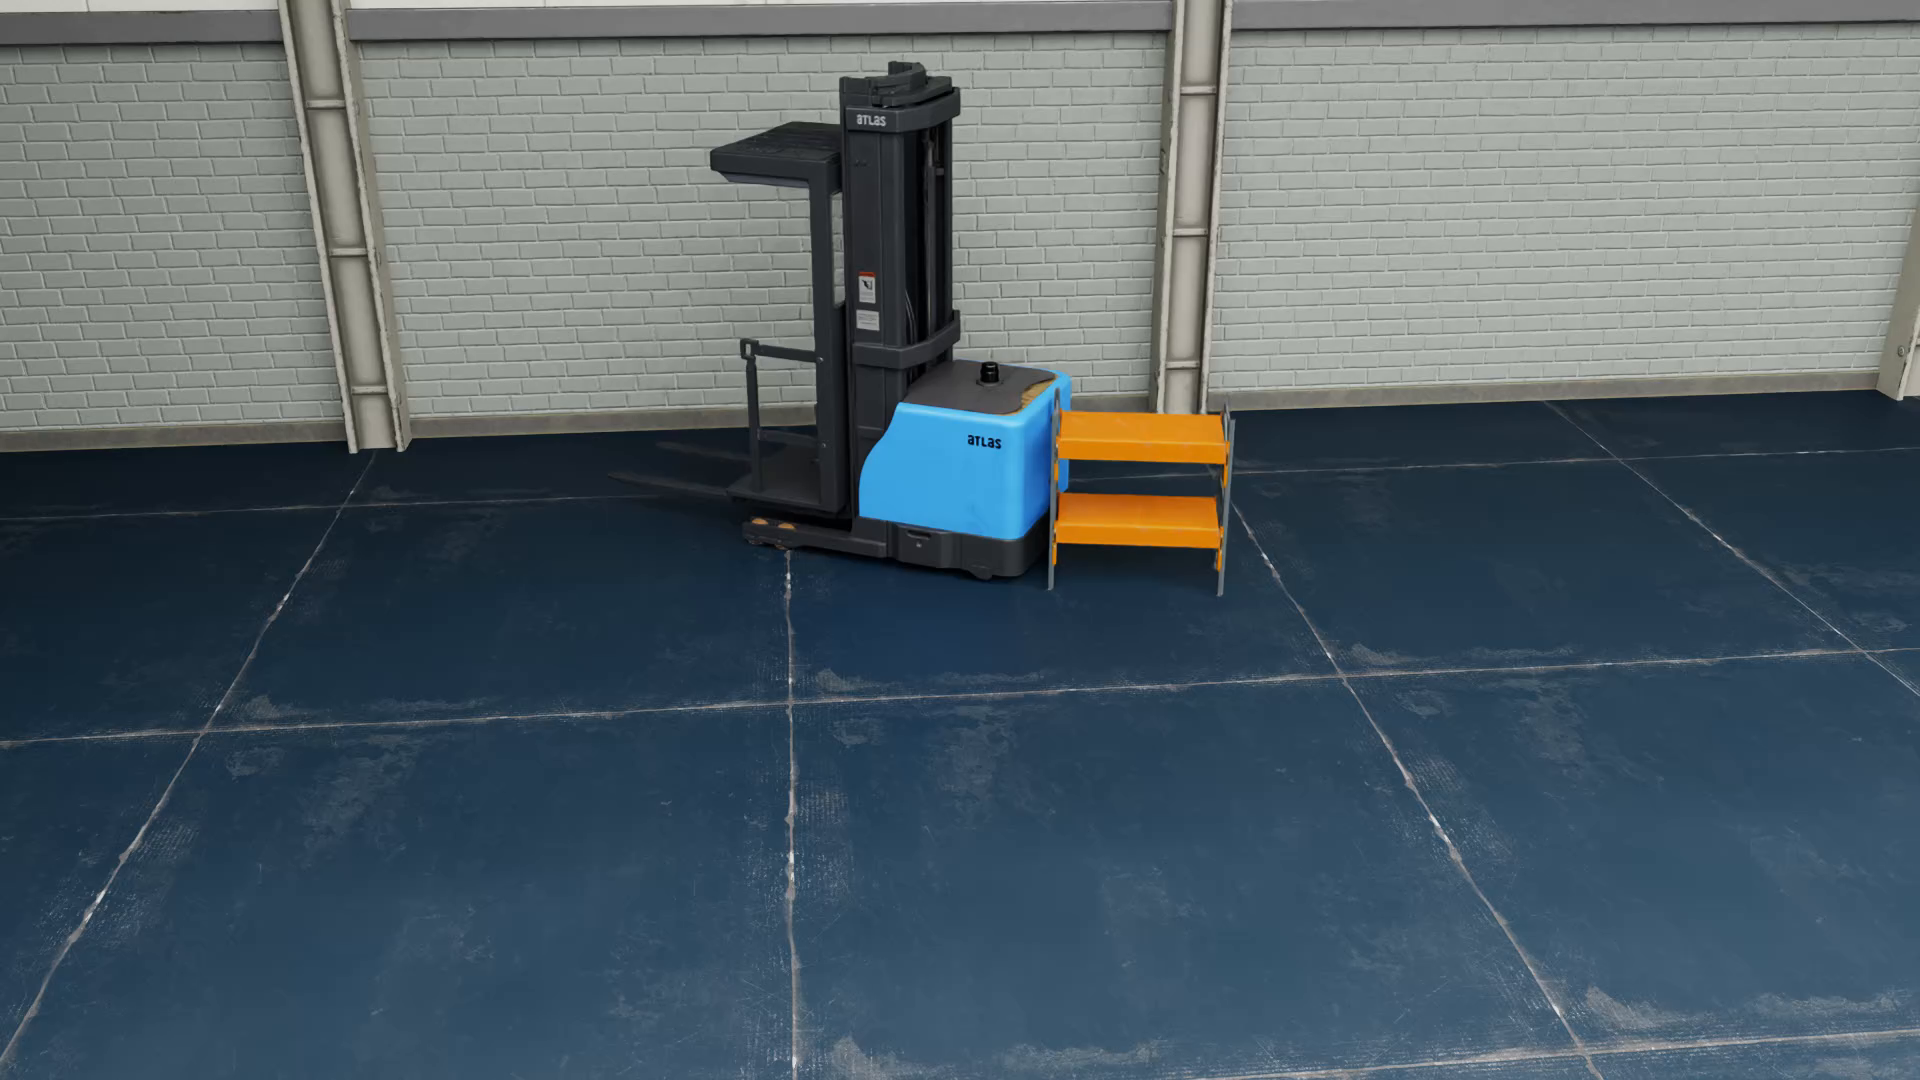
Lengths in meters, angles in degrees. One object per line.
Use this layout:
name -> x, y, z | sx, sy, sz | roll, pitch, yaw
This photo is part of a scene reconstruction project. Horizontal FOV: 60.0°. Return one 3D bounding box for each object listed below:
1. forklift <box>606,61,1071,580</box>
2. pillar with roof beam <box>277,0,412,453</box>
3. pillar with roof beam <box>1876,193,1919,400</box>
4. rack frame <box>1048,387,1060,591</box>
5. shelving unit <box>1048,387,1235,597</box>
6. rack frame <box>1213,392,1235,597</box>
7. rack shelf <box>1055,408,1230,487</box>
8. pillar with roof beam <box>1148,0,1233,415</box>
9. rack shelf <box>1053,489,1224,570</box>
forklift -> -0.852, -1.465, 10.436 | 3.031, 2.935, 1.130 | 9, 26, 20
pillar with roof beam -> -3.871, -3.078, 6.595 | 0.400, 9.000, 9.100 | -2, 24, -5
pillar with roof beam -> 8.071, -3.557, 7.673 | 0.400, 9.000, 9.100 | -2, 24, -5
rack frame -> 0.569, -0.308, 10.058 | 0.032, 1.125, 0.500 | 2, 24, 4
shelving unit -> 1.076, -0.291, 10.020 | 1.048, 1.125, 0.538 | 2, 24, 4
rack frame -> 1.583, -0.274, 9.981 | 0.032, 1.125, 0.500 | 2, 24, 4
rack shelf -> 1.076, -0.558, 9.901 | 1.000, 0.278, 0.538 | 2, 24, 4
pillar with roof beam -> 2.100, -3.317, 7.134 | 0.400, 9.000, 9.100 | -2, 24, -5
rack shelf -> 1.076, -0.068, 10.119 | 1.000, 0.278, 0.538 | 2, 24, 4
